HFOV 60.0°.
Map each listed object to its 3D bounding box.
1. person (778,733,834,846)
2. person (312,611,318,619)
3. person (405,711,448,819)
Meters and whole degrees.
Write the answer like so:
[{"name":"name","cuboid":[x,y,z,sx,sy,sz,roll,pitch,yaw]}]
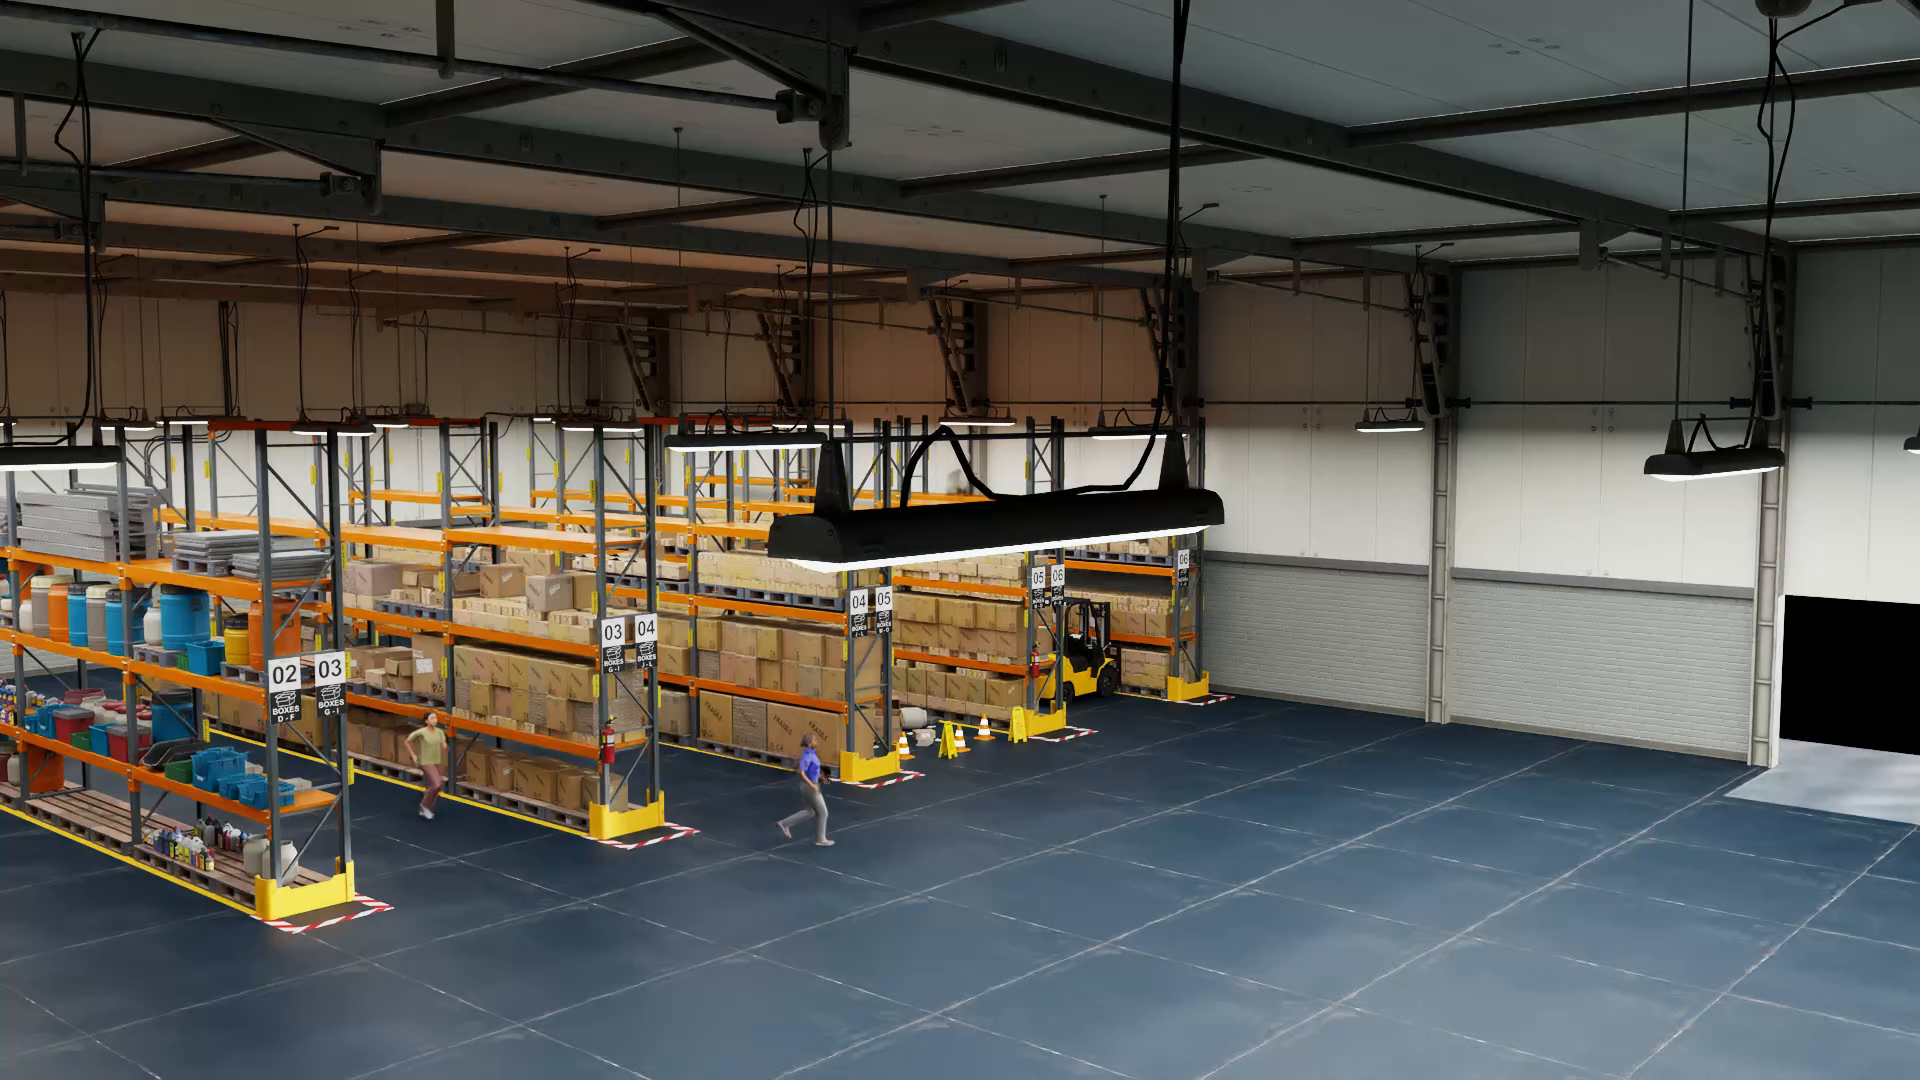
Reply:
[{"name":"person","cuboid":[-2.190,3.558,23.659,0.797,1.618,0.608,-1,5,-9]},{"name":"person","cuboid":[-14.777,2.379,38.085,0.680,1.592,0.516,0,5,-1]},{"name":"person","cuboid":[-7.993,3.400,25.166,0.599,1.639,0.565,3,6,32]}]
